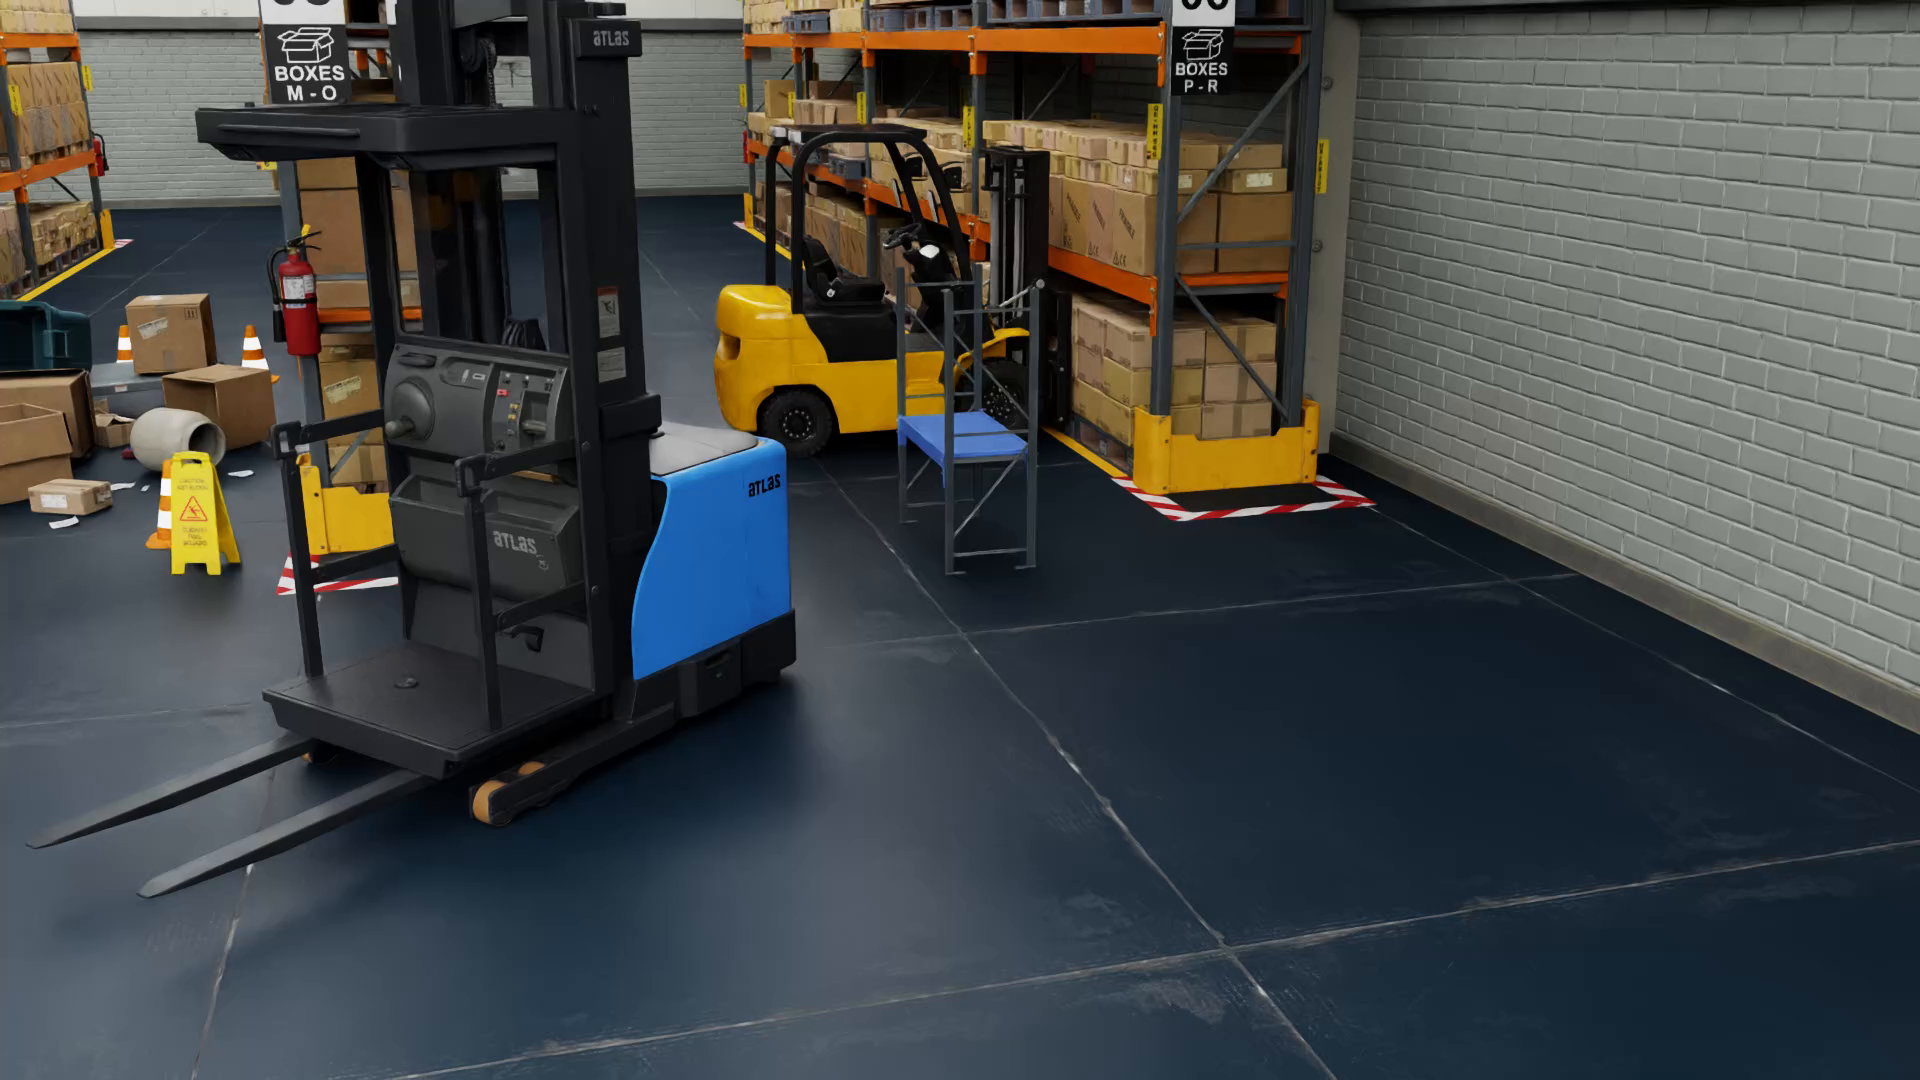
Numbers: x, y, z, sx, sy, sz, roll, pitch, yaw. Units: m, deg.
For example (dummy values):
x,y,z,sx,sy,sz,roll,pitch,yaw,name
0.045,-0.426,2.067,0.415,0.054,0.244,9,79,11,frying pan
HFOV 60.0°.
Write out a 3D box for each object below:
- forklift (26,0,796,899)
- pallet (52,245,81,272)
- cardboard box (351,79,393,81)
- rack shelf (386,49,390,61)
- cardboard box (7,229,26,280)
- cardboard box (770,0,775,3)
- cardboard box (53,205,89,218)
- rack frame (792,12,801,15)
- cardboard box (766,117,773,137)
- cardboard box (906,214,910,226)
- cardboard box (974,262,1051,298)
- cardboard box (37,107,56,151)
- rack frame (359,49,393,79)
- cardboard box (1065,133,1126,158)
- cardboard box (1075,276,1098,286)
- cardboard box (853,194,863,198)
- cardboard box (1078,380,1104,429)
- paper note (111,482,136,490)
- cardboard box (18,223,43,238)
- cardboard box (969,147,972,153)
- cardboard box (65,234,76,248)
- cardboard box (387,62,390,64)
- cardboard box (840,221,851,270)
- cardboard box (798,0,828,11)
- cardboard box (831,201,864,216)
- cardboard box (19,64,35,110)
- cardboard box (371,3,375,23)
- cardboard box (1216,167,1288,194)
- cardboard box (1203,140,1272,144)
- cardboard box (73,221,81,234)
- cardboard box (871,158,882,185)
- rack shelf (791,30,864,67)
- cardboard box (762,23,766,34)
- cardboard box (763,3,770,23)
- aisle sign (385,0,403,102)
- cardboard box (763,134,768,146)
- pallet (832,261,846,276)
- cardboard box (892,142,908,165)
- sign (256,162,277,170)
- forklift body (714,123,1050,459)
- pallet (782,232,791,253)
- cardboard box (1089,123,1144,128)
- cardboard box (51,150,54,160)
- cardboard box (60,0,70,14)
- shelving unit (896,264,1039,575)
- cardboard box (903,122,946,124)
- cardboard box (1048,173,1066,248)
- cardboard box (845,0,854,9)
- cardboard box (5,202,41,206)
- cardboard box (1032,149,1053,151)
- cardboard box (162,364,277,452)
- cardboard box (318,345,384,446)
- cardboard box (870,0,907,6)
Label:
x,y,z,sx,sy,sz,roll,pitch,yaw,name
-1.944,-0.522,6.094,1.130,2.935,3.031,10,20,31,forklift
-11.664,-3.509,20.765,1.003,0.211,1.213,-5,17,-15,pallet
-4.264,-3.060,11.996,0.700,0.500,0.500,-5,17,-16,cardboard box
-6.924,-6.388,21.539,1.077,0.370,4.000,-5,17,-15,rack shelf
-10.661,-3.142,18.314,0.500,0.500,0.500,-5,17,-16,cardboard box
-2.252,-7.284,22.146,0.500,0.250,0.500,-4,17,-14,cardboard box
-11.609,-4.288,21.705,0.380,0.149,0.250,-5,17,-16,cardboard box
-1.603,-8.009,20.472,1.000,3.000,0.127,-5,17,-15,rack frame
-2.395,-5.747,23.113,0.500,0.250,0.500,-5,17,-17,cardboard box
-0.395,-3.588,18.672,0.380,0.149,0.250,-4,17,-14,cardboard box
0.427,-2.127,13.632,0.500,0.250,0.500,-5,17,-16,cardboard box
-11.247,-4.949,20.022,0.500,0.500,0.500,-5,17,-16,cardboard box
-5.275,-3.636,16.342,1.000,3.000,0.127,-5,17,-15,rack frame
0.946,-2.745,11.558,0.380,0.149,0.250,-4,17,-14,cardboard box
1.196,-1.885,12.826,0.500,0.250,0.500,-5,17,-15,cardboard box
-1.147,-4.299,21.037,0.380,0.149,0.250,-5,17,-15,cardboard box
1.134,-0.944,11.430,0.500,0.250,0.500,-5,17,-15,cardboard box
-5.340,-0.346,10.572,0.148,0.019,0.142,1,17,4,paper note
-11.021,-3.636,19.535,0.380,0.149,0.250,-4,17,-13,cardboard box
0.288,-3.358,14.117,0.380,0.149,0.250,-4,17,-13,cardboard box
-11.436,-3.783,21.058,0.380,0.149,0.250,-4,17,-14,cardboard box
-7.257,-6.134,21.618,0.380,0.149,0.250,-5,17,-17,cardboard box
-1.101,-3.417,19.229,0.500,0.500,0.500,-4,17,-13,cardboard box
-1.714,-6.374,19.775,0.380,0.149,0.250,-4,17,-14,cardboard box
-1.341,-3.974,19.955,0.380,0.149,0.250,-4,17,-13,cardboard box
-11.153,-5.278,19.382,0.500,0.500,0.500,-5,18,-17,cardboard box
-3.903,-3.313,10.489,0.380,0.149,0.250,-5,17,-15,cardboard box
1.851,-2.289,10.558,0.380,0.149,0.250,-5,17,-17,cardboard box
1.795,-2.506,10.762,0.380,0.149,0.250,-4,17,-13,cardboard box
-11.487,-3.998,21.258,0.380,0.149,0.250,-4,17,-14,cardboard box
-0.617,-3.815,17.201,0.500,0.250,0.500,-5,17,-15,cardboard box
-1.053,-5.675,19.166,1.077,0.370,4.000,-5,17,-15,rack shelf
-2.510,-7.020,22.831,0.380,0.149,0.250,-5,17,-15,cardboard box
-2.391,-7.182,22.678,0.500,0.250,0.500,-5,17,-16,cardboard box
-2.762,-2.675,8.626,0.394,0.787,0.004,-5,17,-15,aisle sign
-2.570,-5.649,23.481,0.380,0.149,0.250,-5,17,-17,cardboard box
-1.004,-3.240,19.872,1.003,0.211,1.213,-5,17,-15,pallet
-0.354,-3.770,16.181,0.500,0.250,0.500,-5,17,-17,cardboard box
-3.616,-2.091,8.636,0.100,0.325,0.005,-5,17,-15,sign
-0.581,-1.790,11.673,2.313,2.155,1.214,-5,17,-15,forklift body
-1.791,-3.990,22.369,1.003,0.211,1.213,-5,17,-15,pallet
1.217,-3.150,12.908,0.380,0.149,0.250,-5,17,-16,cardboard box
-11.396,-4.738,20.447,0.380,0.149,0.250,-4,17,-13,cardboard box
-11.834,-6.926,21.474,0.500,0.250,0.500,-5,18,-17,cardboard box
0.023,-0.695,9.158,0.538,1.500,1.048,-5,17,-15,shelving unit
-0.348,-3.995,16.237,0.380,0.149,0.250,-5,17,-15,cardboard box
0.883,-2.404,12.067,0.500,0.500,0.500,-5,17,-15,cardboard box
-1.043,-5.877,18.158,0.380,0.149,0.250,-5,17,-15,cardboard box
-12.388,-4.378,22.005,0.380,0.149,0.250,-6,18,-18,cardboard box
0.754,-2.816,12.312,0.380,0.149,0.250,-5,18,-17,cardboard box
-5.190,-0.930,11.673,0.500,0.500,0.500,7,18,23,cardboard box
-3.548,-0.867,9.872,0.500,0.500,0.500,-5,17,-15,cardboard box
-0.700,-5.483,16.778,0.380,0.166,0.250,-5,17,-15,cardboard box
